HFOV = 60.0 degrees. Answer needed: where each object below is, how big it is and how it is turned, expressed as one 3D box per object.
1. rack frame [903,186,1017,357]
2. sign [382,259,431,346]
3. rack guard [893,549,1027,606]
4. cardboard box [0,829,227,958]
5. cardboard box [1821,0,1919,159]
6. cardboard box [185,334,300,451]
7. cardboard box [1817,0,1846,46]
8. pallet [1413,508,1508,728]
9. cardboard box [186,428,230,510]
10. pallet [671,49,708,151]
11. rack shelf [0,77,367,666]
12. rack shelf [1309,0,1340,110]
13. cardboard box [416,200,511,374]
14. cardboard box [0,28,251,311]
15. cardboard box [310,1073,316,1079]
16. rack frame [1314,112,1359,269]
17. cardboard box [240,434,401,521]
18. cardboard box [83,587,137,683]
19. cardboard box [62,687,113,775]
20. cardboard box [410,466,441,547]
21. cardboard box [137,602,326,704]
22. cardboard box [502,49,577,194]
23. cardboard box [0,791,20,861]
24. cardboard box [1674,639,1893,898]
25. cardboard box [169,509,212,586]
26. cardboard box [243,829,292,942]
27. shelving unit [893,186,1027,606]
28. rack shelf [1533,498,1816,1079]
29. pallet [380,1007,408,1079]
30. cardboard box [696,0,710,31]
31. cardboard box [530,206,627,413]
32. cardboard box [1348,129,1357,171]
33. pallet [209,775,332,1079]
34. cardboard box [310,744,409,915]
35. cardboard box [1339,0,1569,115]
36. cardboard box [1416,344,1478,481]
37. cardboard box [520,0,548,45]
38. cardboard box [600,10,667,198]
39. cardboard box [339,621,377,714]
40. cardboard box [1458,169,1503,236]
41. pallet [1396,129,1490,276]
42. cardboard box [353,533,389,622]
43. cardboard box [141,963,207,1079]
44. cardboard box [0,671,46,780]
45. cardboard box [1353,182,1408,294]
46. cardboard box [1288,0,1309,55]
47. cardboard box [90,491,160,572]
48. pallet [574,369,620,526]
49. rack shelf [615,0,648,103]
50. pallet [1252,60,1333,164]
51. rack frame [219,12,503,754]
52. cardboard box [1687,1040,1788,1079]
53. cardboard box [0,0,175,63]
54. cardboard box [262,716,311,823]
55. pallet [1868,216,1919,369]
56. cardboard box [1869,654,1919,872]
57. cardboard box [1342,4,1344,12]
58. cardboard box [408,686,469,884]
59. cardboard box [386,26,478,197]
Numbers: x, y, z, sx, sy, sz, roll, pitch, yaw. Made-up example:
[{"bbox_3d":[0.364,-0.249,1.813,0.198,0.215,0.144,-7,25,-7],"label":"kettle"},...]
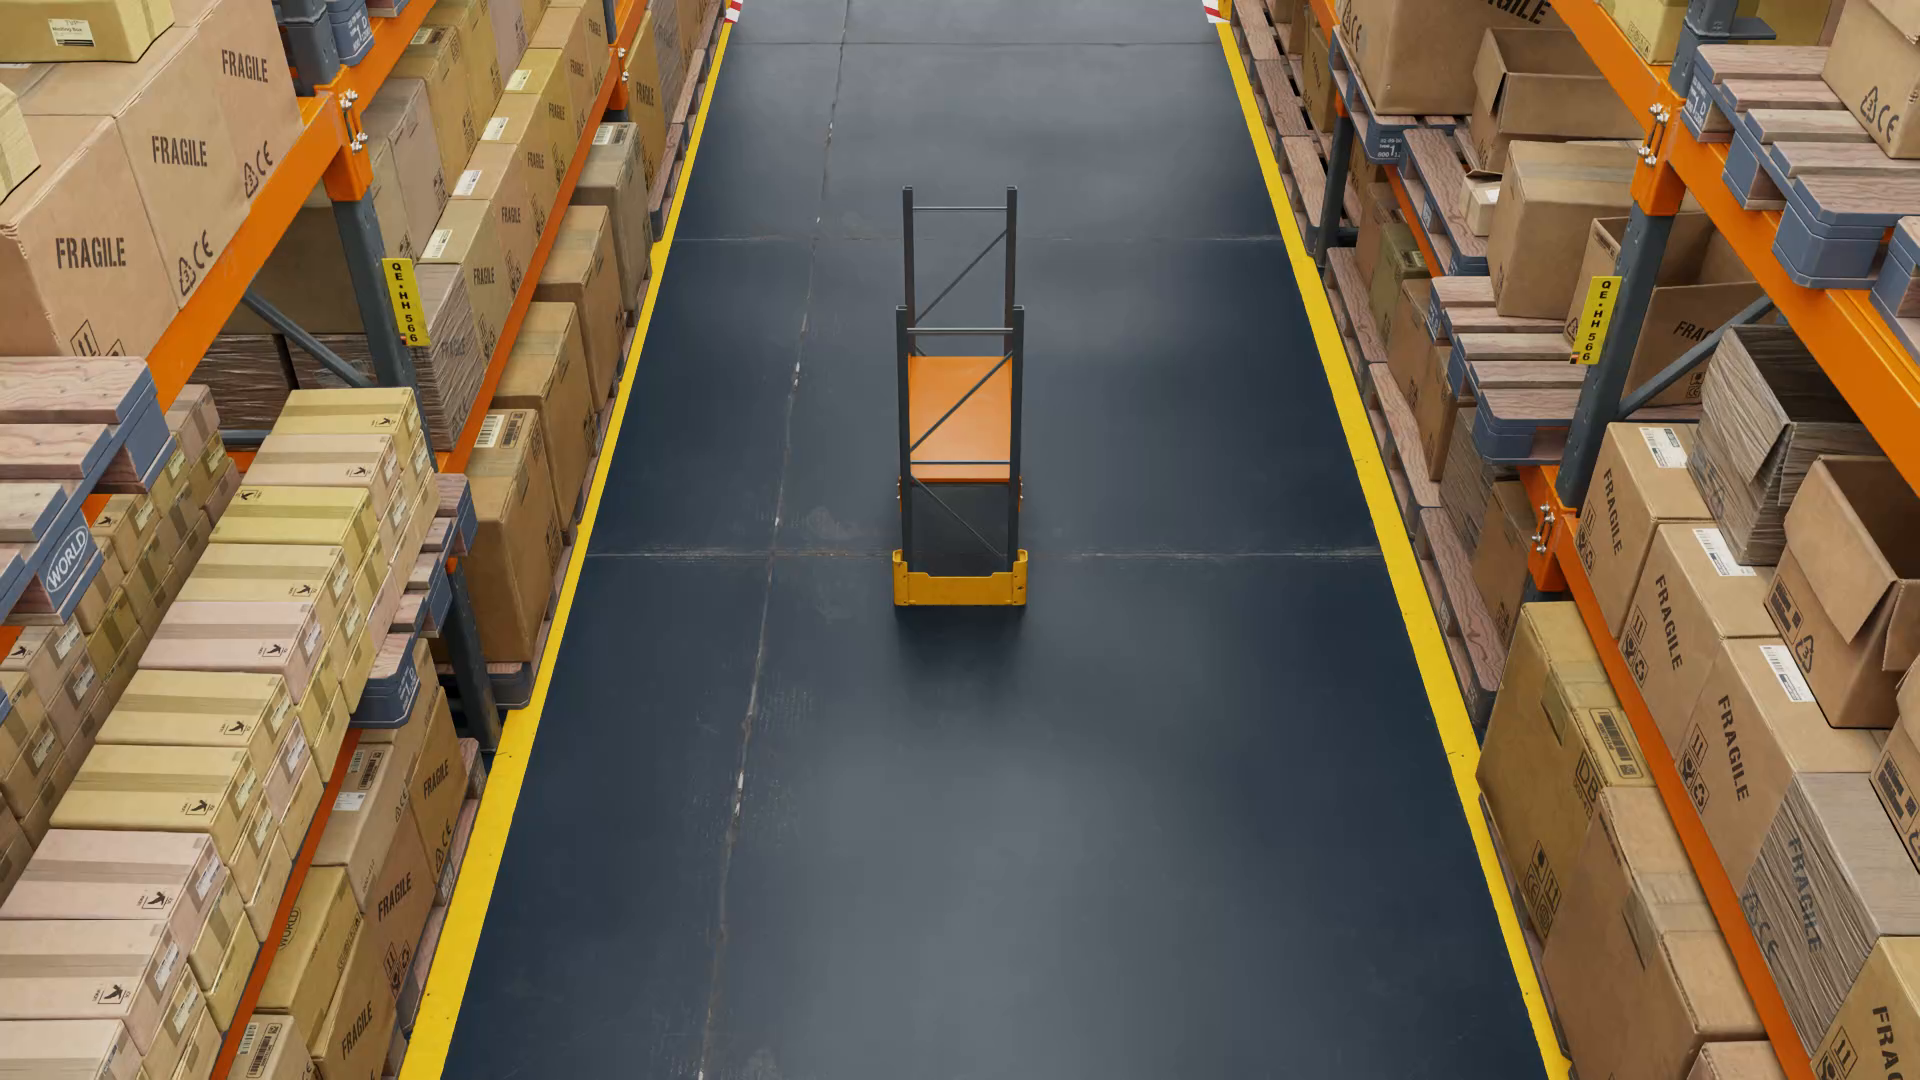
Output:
[{"bbox_3d":[-0.001,-0.957,7.744,0.500,1.500,0.032,0,39,0],"label":"rack frame"},{"bbox_3d":[-1.820,-0.778,5.460,0.100,0.325,0.005,0,39,0],"label":"sign"},{"bbox_3d":[0.000,0.166,7.343,0.587,0.250,0.087,0,39,0],"label":"rack guard"},{"bbox_3d":[-1.901,0.797,3.746,0.380,0.149,0.250,1,39,2],"label":"cardboard box"},{"bbox_3d":[2.670,-1.285,4.138,0.797,0.503,0.637,2,39,3],"label":"cardboard box"},{"bbox_3d":[-2.632,-0.672,6.110,0.500,0.500,0.500,0,39,0],"label":"cardboard box"},{"bbox_3d":[2.851,-1.698,5.191,0.500,0.250,0.500,1,39,1],"label":"cardboard box"},{"bbox_3d":[2.598,0.308,7.197,1.003,0.211,1.213,0,39,0],"label":"pallet"},{"bbox_3d":[-2.563,-0.231,5.267,0.380,0.149,0.250,2,39,2],"label":"cardboard box"},{"bbox_3d":[-2.295,-3.005,11.331,1.003,0.211,1.213,0,39,0],"label":"pallet"},{"bbox_3d":[-2.361,0.010,3.516,1.077,0.370,4.000,0,39,0],"label":"rack shelf"},{"bbox_3d":[2.590,-3.763,10.622,1.077,0.370,4.000,0,39,0],"label":"rack shelf"},{"bbox_3d":[-2.097,-0.989,6.506,0.500,0.500,0.500,0,39,0],"label":"cardboard box"},{"bbox_3d":[-2.095,-0.891,3.985,0.500,0.500,0.500,0,39,0],"label":"cardboard box"},{"bbox_3d":[-2.110,1.841,4.717,0.500,0.500,0.500,1,39,1],"label":"cardboard box"},{"bbox_3d":[2.592,-2.793,8.837,1.000,3.000,0.127,0,39,0],"label":"rack frame"},{"bbox_3d":[-1.906,-0.186,4.973,0.380,0.149,0.250,0,39,-1],"label":"cardboard box"},{"bbox_3d":[-2.557,0.263,4.650,0.380,0.149,0.250,0,39,0],"label":"cardboard box"},{"bbox_3d":[-2.559,0.535,4.549,0.380,0.149,0.250,1,39,1],"label":"cardboard box"},{"bbox_3d":[-1.903,-0.109,5.352,0.380,0.149,0.250,1,39,1],"label":"cardboard box"},{"bbox_3d":[-1.907,0.295,4.372,0.380,0.149,0.250,0,39,0],"label":"cardboard box"},{"bbox_3d":[-2.099,-1.934,7.684,0.500,0.500,0.500,0,39,0],"label":"cardboard box"},{"bbox_3d":[-2.556,0.743,4.051,0.380,0.149,0.250,1,39,2],"label":"cardboard box"},{"bbox_3d":[2.332,0.616,4.502,0.500,0.500,0.500,-1,39,-1],"label":"cardboard box"},{"bbox_3d":[-2.564,0.031,5.178,0.380,0.149,0.250,2,39,2],"label":"cardboard box"},{"bbox_3d":[-1.903,0.863,4.139,0.380,0.149,0.250,-2,39,-2],"label":"cardboard box"},{"bbox_3d":[0.000,-0.633,7.340,0.587,1.500,1.083,0,39,0],"label":"shelving unit"},{"bbox_3d":[2.599,1.240,4.380,1.077,0.370,4.000,0,39,0],"label":"rack shelf"},{"bbox_3d":[-2.365,1.987,5.102,1.003,0.211,1.213,0,39,0],"label":"pallet"},{"bbox_3d":[-2.305,-4.265,12.036,0.875,0.875,0.875,0,39,0],"label":"cardboard box"},{"bbox_3d":[-2.280,-1.147,8.246,1.050,0.750,0.750,0,39,0],"label":"cardboard box"},{"bbox_3d":[2.624,-2.590,10.246,0.500,0.500,0.500,12,40,14],"label":"cardboard box"},{"bbox_3d":[-2.320,0.961,4.305,1.003,0.211,1.213,0,39,0],"label":"pallet"},{"bbox_3d":[-2.089,0.911,5.278,0.500,0.250,0.500,0,39,1],"label":"cardboard box"},{"bbox_3d":[2.453,-2.694,7.898,1.000,1.000,1.000,0,39,0],"label":"cardboard box"},{"bbox_3d":[2.555,-0.608,7.757,0.700,0.500,0.500,3,39,4],"label":"cardboard box"},{"bbox_3d":[-2.359,-2.650,7.778,0.700,0.500,0.500,-1,39,-1],"label":"cardboard box"},{"bbox_3d":[-2.298,-2.581,9.935,0.875,0.875,0.875,1,39,1],"label":"cardboard box"},{"bbox_3d":[-1.907,0.363,4.763,0.380,0.149,0.250,-1,39,-1],"label":"cardboard box"},{"bbox_3d":[2.325,-1.446,6.927,0.396,0.266,0.258,-1,39,-1],"label":"cardboard box"},{"bbox_3d":[2.554,-1.455,7.320,1.003,0.211,1.213,0,39,0],"label":"pallet"},{"bbox_3d":[-1.902,0.107,4.845,0.380,0.149,0.250,1,39,1],"label":"cardboard box"},{"bbox_3d":[-1.905,1.067,3.647,0.380,0.149,0.250,1,39,2],"label":"cardboard box"},{"bbox_3d":[-2.553,0.462,4.164,0.380,0.149,0.250,1,39,1],"label":"cardboard box"},{"bbox_3d":[2.572,-1.605,9.002,0.700,0.500,0.500,-3,39,-4],"label":"cardboard box"},{"bbox_3d":[2.607,-3.719,11.655,0.500,0.500,0.500,10,40,12],"label":"cardboard box"},{"bbox_3d":[-2.557,-0.039,4.789,0.380,0.149,0.250,0,39,0],"label":"cardboard box"},{"bbox_3d":[-2.287,-0.517,8.227,1.003,0.211,1.213,0,39,0],"label":"pallet"},{"bbox_3d":[-2.370,-3.823,10.697,1.077,0.370,4.000,0,39,0],"label":"rack shelf"},{"bbox_3d":[2.552,-2.890,11.187,1.003,0.211,1.213,0,39,0],"label":"pallet"},{"bbox_3d":[-2.363,-0.351,5.790,1.000,3.000,0.127,0,39,0],"label":"rack frame"},{"bbox_3d":[2.579,1.916,4.324,1.225,0.875,0.875,-1,39,-2],"label":"cardboard box"},{"bbox_3d":[-2.087,-1.286,3.865,0.396,0.266,0.258,0,39,0],"label":"cardboard box"},{"bbox_3d":[-1.904,0.582,4.252,0.380,0.149,0.250,1,39,1],"label":"cardboard box"},{"bbox_3d":[2.655,-0.287,3.461,1.003,0.211,1.213,2,39,2],"label":"pallet"},{"bbox_3d":[2.587,0.562,3.768,0.797,0.503,0.637,1,39,1],"label":"cardboard box"},{"bbox_3d":[2.298,-2.829,9.083,0.380,0.149,0.250,0,39,0],"label":"cardboard box"},{"bbox_3d":[-2.101,0.872,5.927,0.500,0.500,0.500,0,39,0],"label":"cardboard box"},{"bbox_3d":[-2.358,-1.698,6.591,0.700,0.500,0.500,-1,39,-1],"label":"cardboard box"}]
